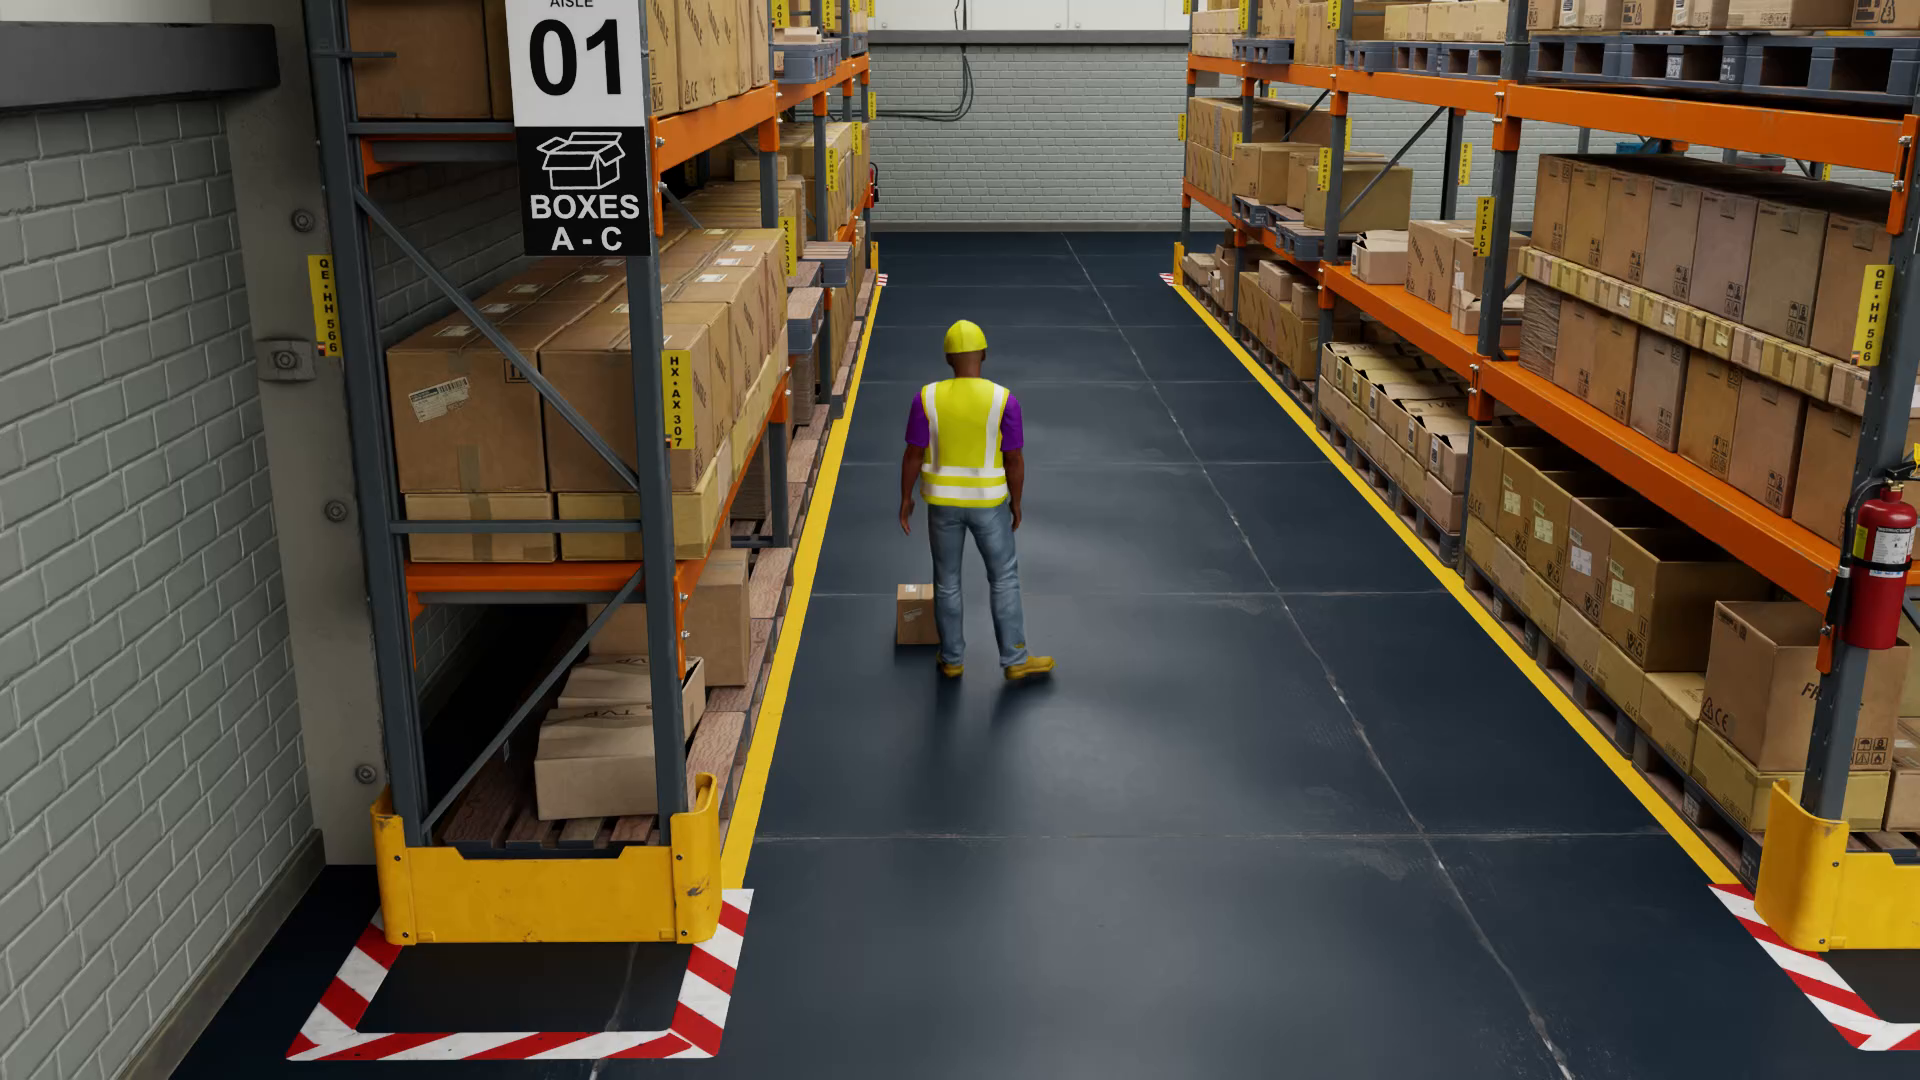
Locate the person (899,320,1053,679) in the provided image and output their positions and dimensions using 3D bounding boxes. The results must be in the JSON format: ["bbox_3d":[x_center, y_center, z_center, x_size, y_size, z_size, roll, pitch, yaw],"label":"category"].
[{"bbox_3d":[0.085,-0.194,8.104,0.765,1.769,0.397,2,17,5],"label":"person"}]
